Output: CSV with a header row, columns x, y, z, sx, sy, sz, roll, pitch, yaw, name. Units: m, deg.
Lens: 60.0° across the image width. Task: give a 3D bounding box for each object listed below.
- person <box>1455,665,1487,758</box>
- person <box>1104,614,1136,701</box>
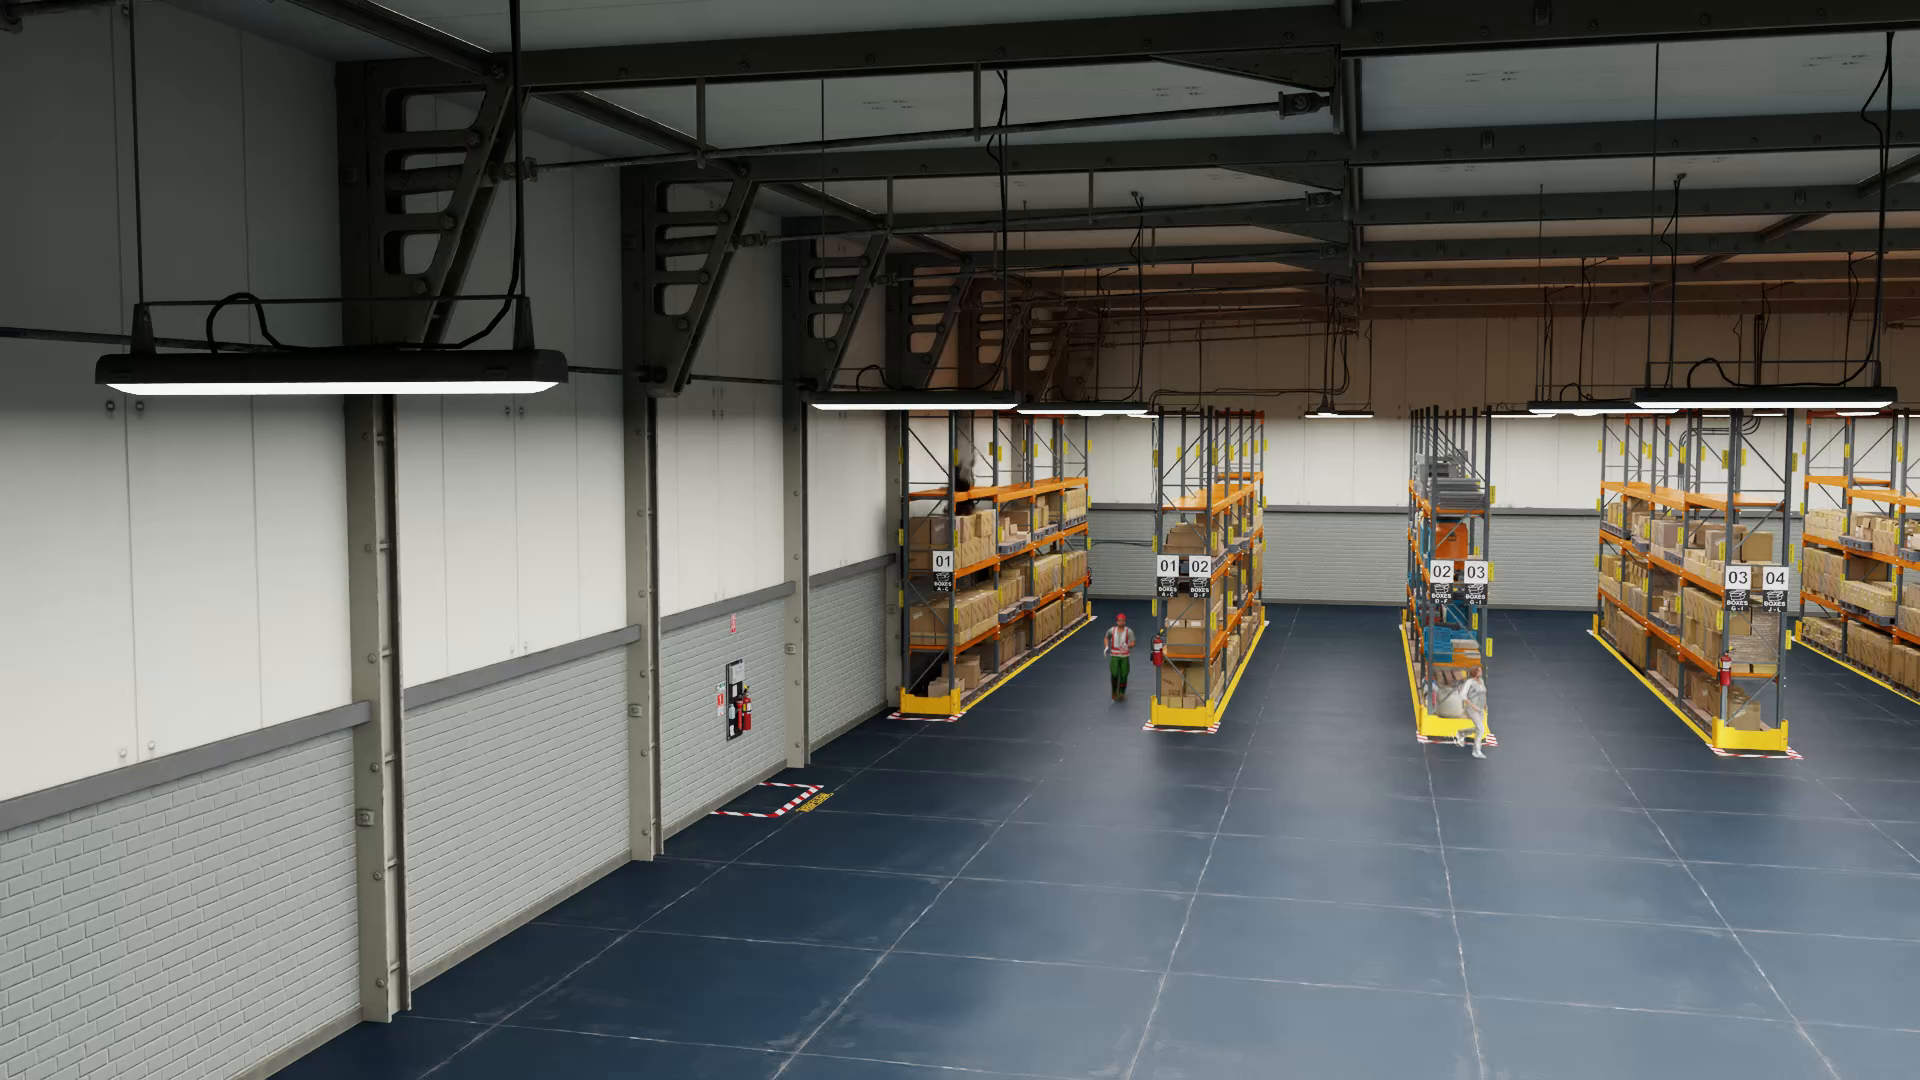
x,y,z,sx,sy,sz,roll,pitch,yaw,name
8.753,2.914,28.483,0.569,1.579,0.646,-3,5,-39,person
3.257,2.396,33.906,0.640,1.785,0.700,0,4,5,person
